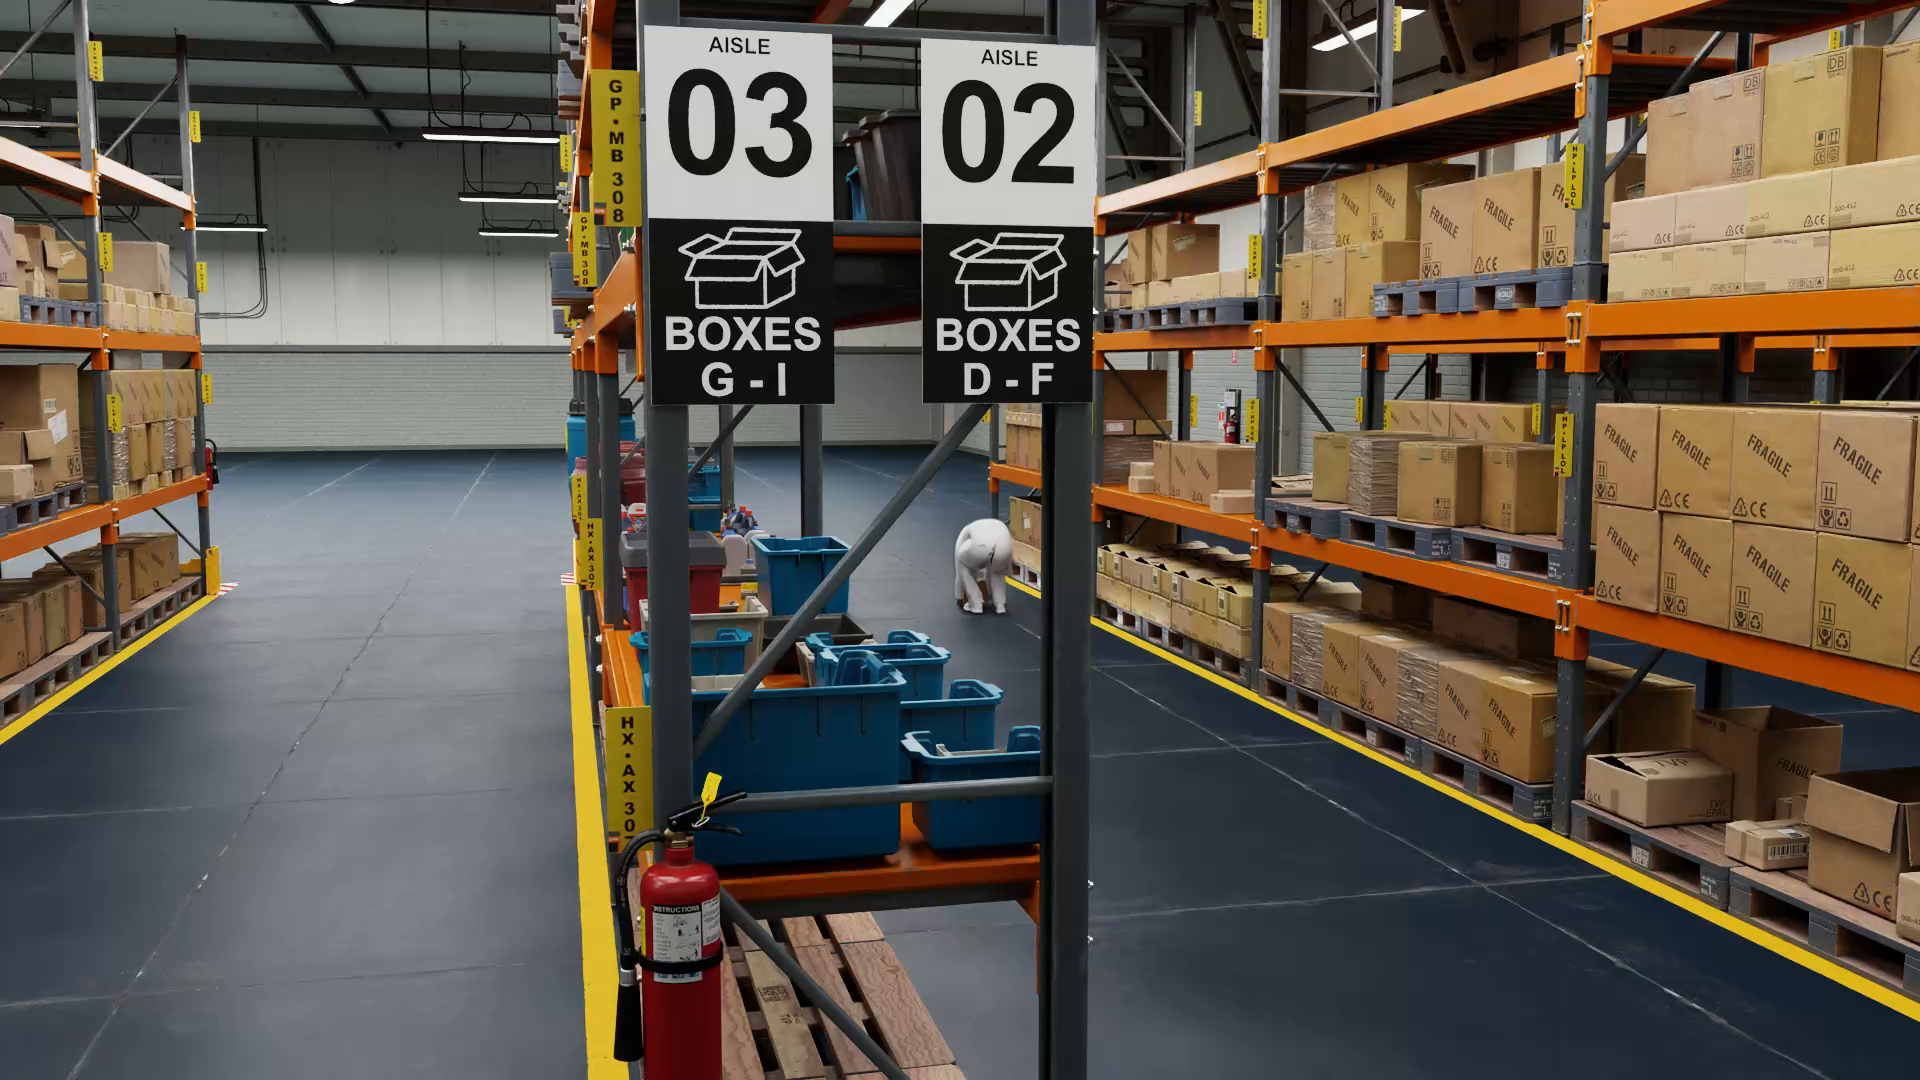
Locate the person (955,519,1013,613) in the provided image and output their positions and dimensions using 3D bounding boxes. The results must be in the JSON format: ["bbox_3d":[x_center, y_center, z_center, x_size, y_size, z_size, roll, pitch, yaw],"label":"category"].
[{"bbox_3d":[0.224,0.244,16.999,0.586,0.952,0.945,-2,6,-16],"label":"person"}]
